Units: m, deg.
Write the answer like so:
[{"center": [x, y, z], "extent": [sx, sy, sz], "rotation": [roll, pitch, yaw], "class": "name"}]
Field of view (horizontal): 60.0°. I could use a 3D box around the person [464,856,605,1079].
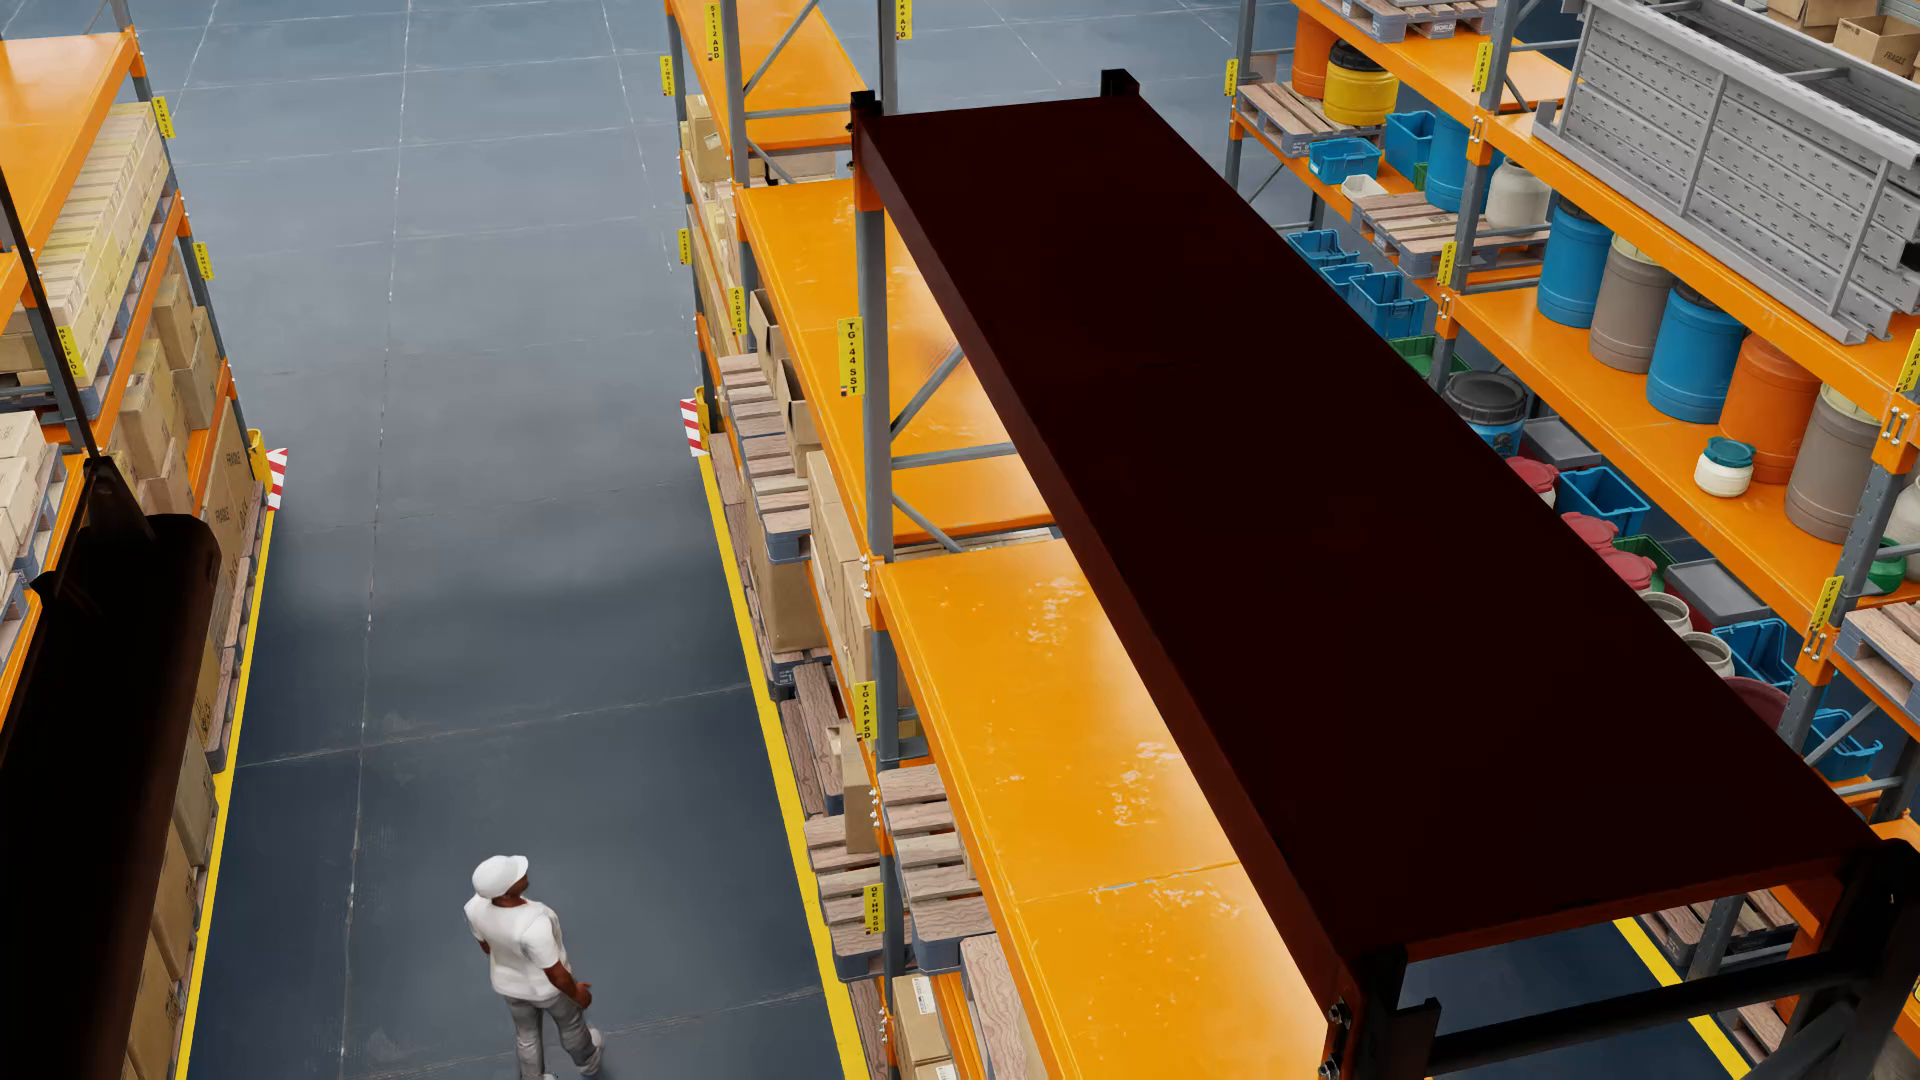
[{"center": [-2.264, 2.333, 8.999], "extent": [0.634, 1.823, 0.586], "rotation": [8, 35, 11], "class": "person"}]
